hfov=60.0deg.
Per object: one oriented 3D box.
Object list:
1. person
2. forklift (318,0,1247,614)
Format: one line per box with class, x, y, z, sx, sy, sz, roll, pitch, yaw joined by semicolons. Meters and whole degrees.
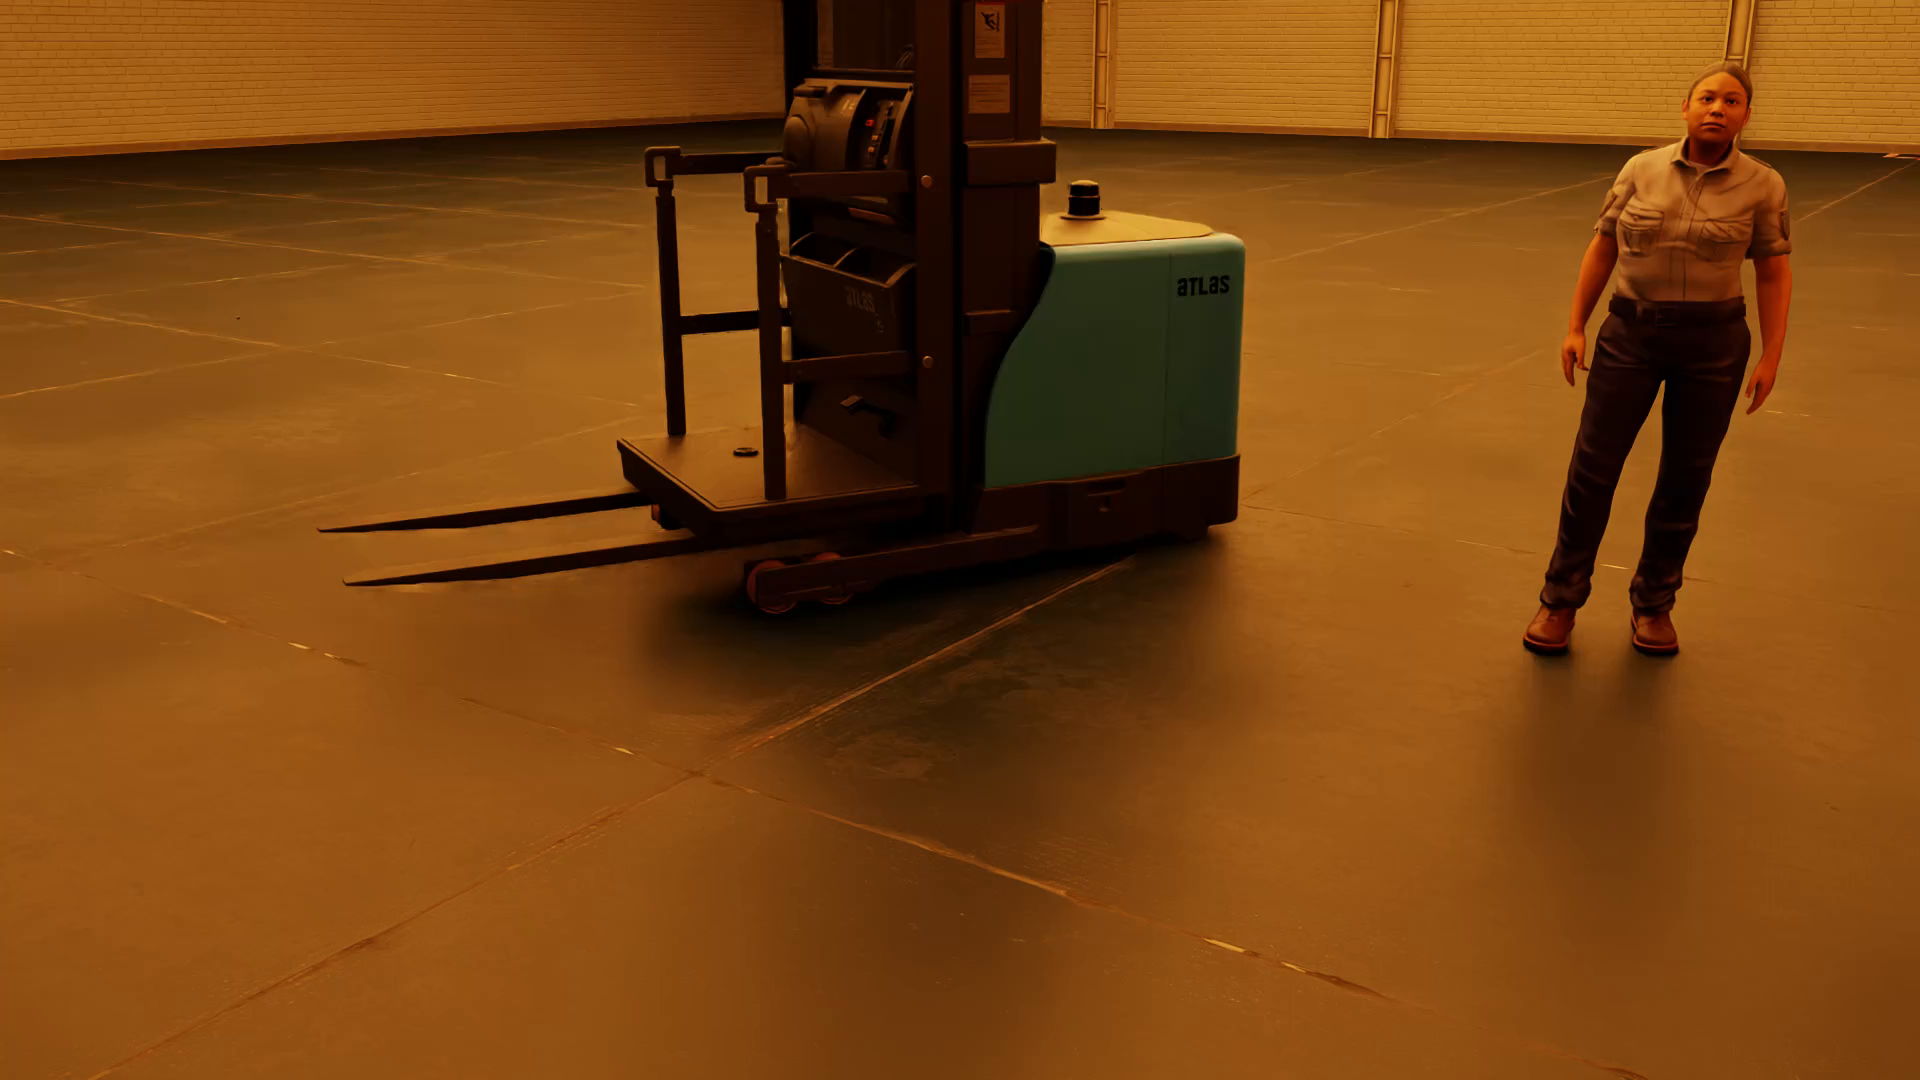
person;2.006;-0.493;4.719;0.587;1.647;0.504;8;18;24
forklift;-0.553;-1.345;5.332;3.031;2.935;1.130;-8;19;-26
